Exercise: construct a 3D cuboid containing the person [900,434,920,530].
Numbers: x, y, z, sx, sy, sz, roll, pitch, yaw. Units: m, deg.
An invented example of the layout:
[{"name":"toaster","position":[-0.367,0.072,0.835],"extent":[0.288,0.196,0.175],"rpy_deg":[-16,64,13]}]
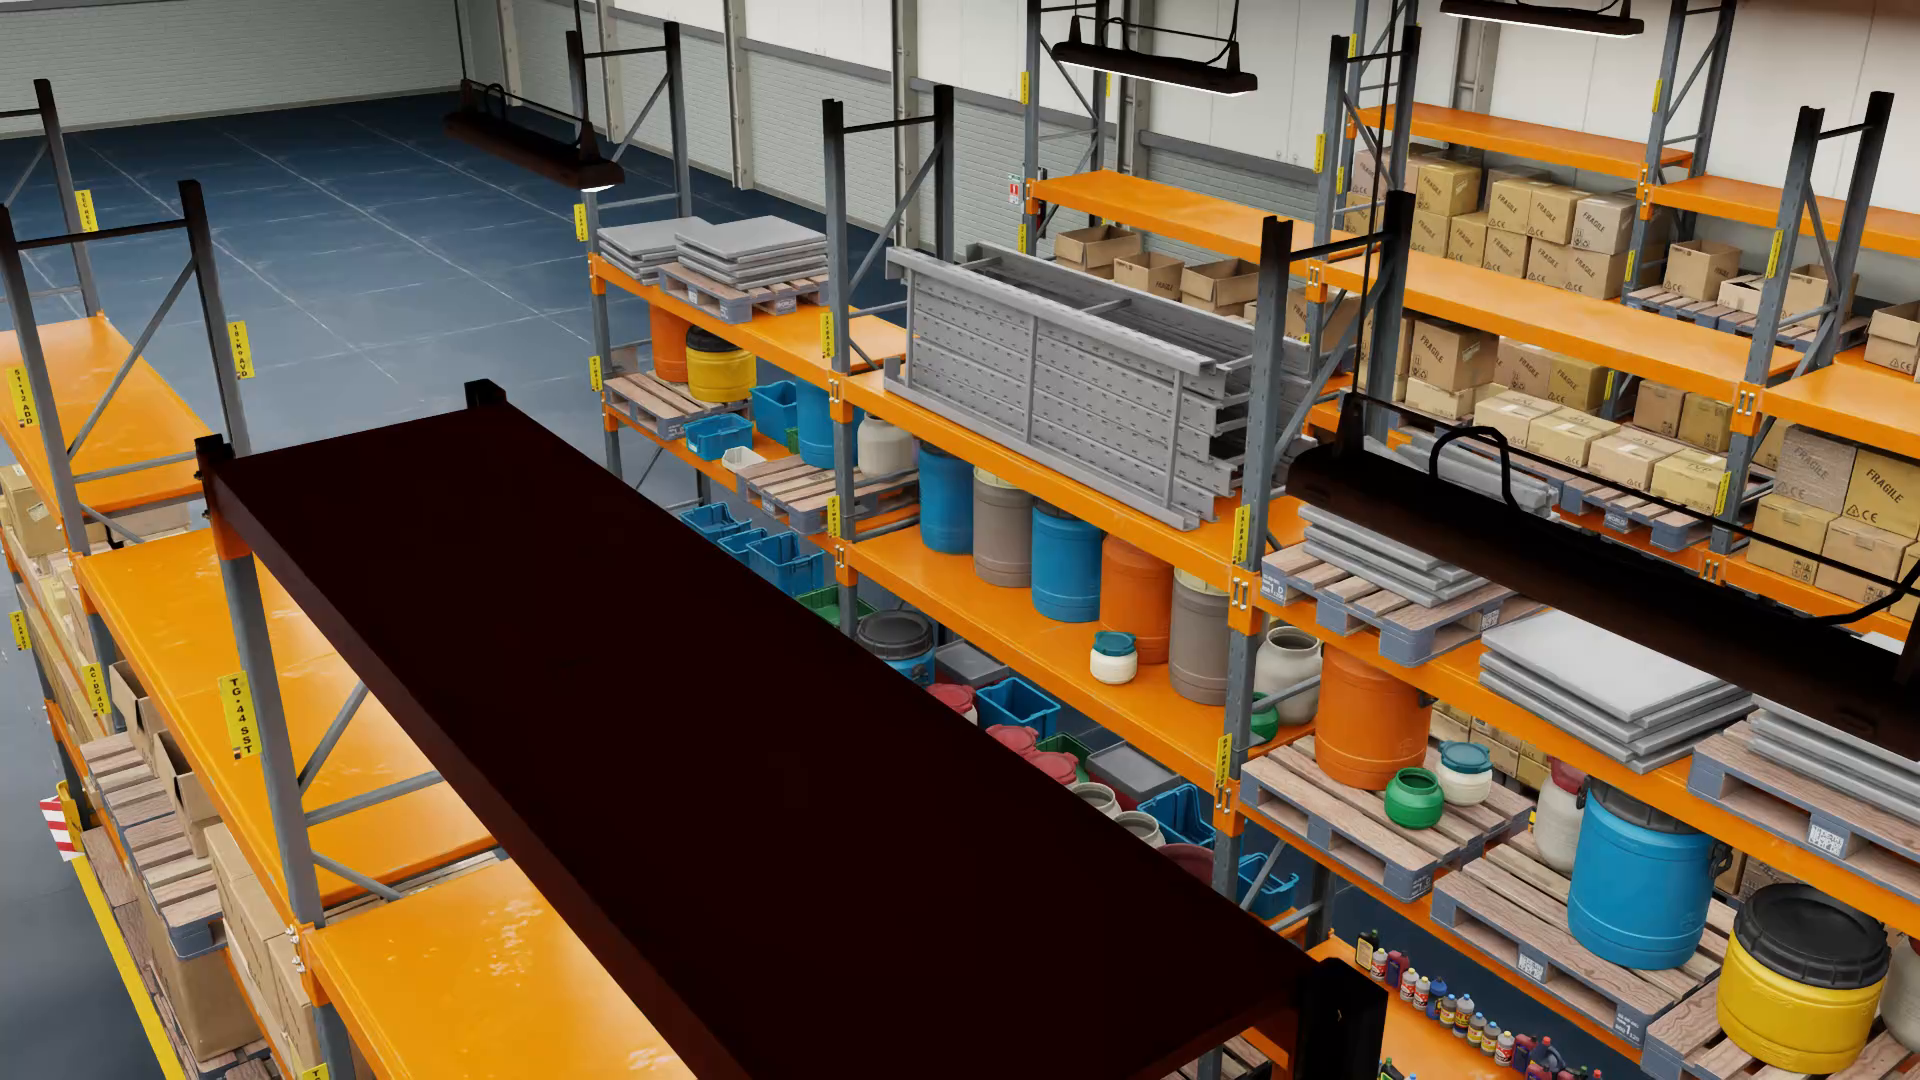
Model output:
[{"name":"person","position":[-0.511,-0.622,18.391],"extent":[0.516,1.658,0.517],"rpy_deg":[-11,27,-23]}]
